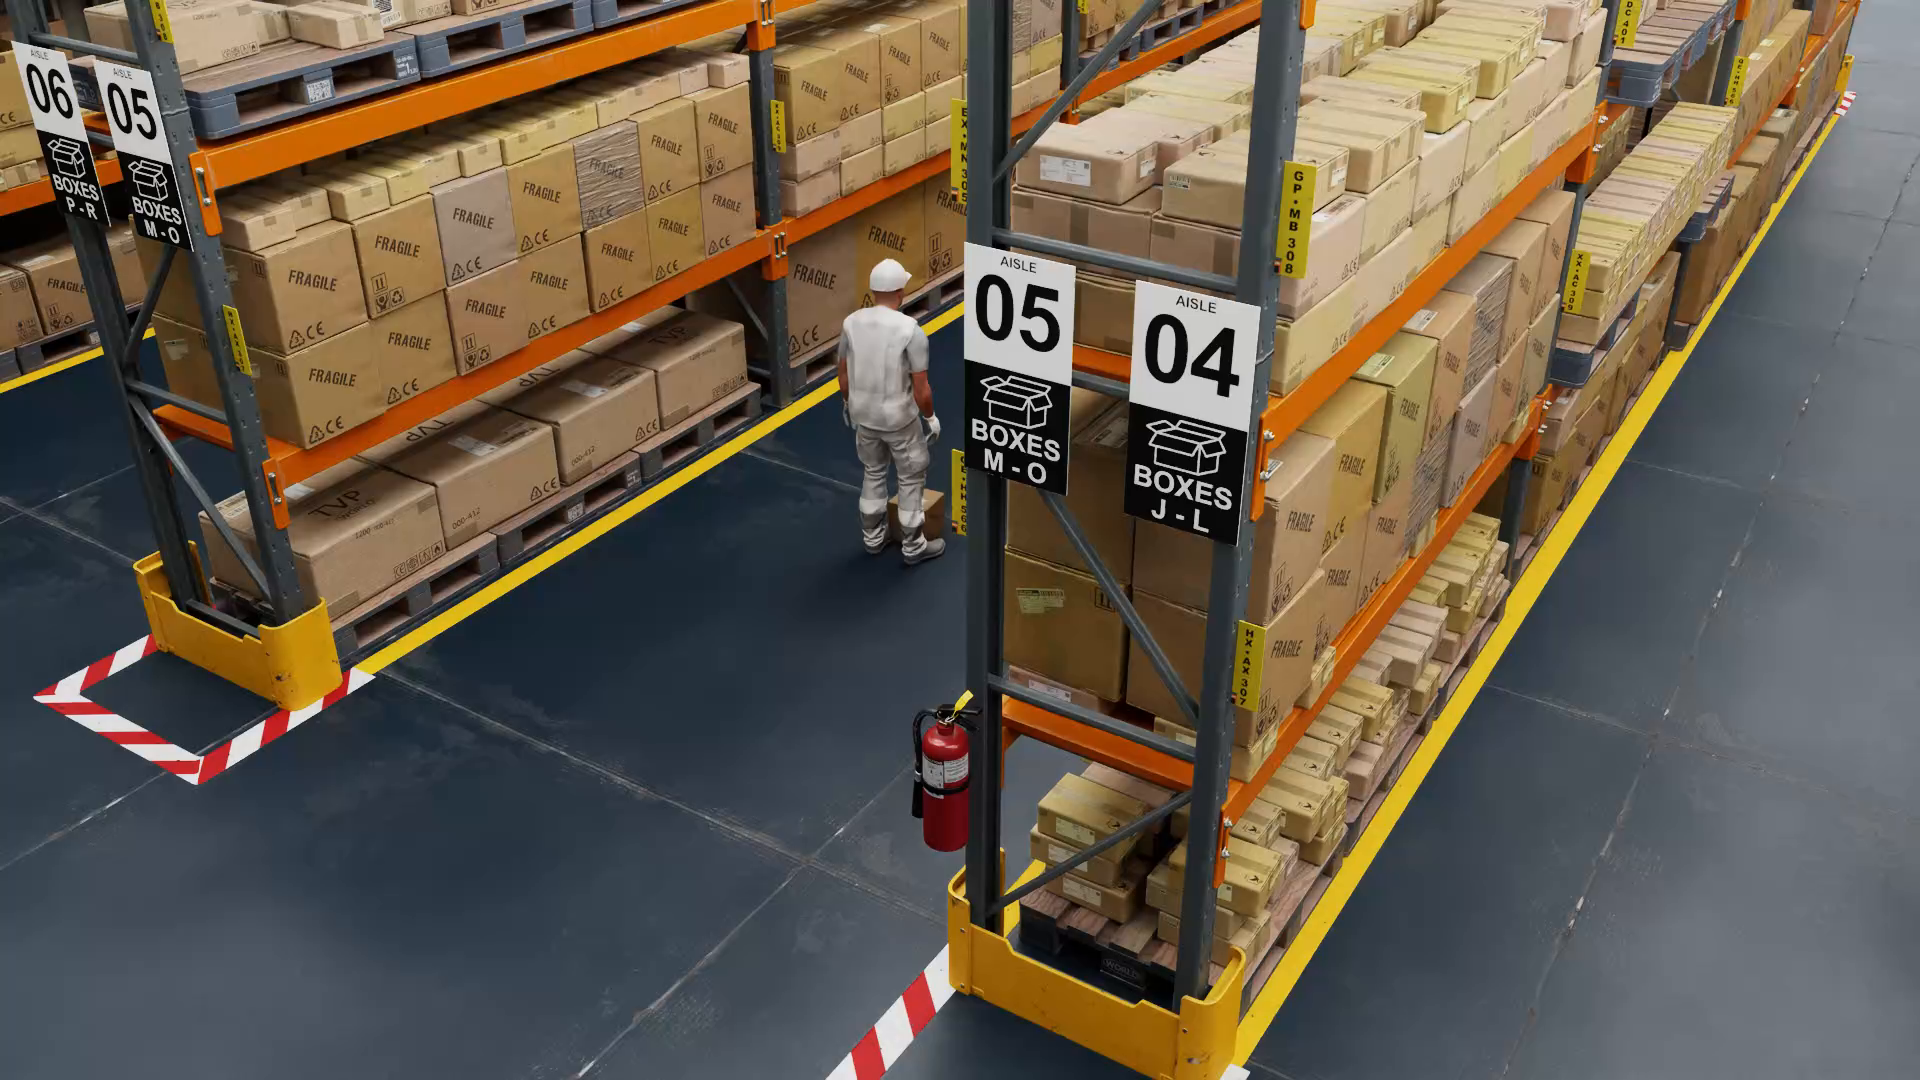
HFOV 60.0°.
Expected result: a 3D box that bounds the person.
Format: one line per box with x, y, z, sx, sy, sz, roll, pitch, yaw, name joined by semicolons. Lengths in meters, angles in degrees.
-0.396;-0.711;9.401;0.615;1.775;0.453;15;34;24;person
